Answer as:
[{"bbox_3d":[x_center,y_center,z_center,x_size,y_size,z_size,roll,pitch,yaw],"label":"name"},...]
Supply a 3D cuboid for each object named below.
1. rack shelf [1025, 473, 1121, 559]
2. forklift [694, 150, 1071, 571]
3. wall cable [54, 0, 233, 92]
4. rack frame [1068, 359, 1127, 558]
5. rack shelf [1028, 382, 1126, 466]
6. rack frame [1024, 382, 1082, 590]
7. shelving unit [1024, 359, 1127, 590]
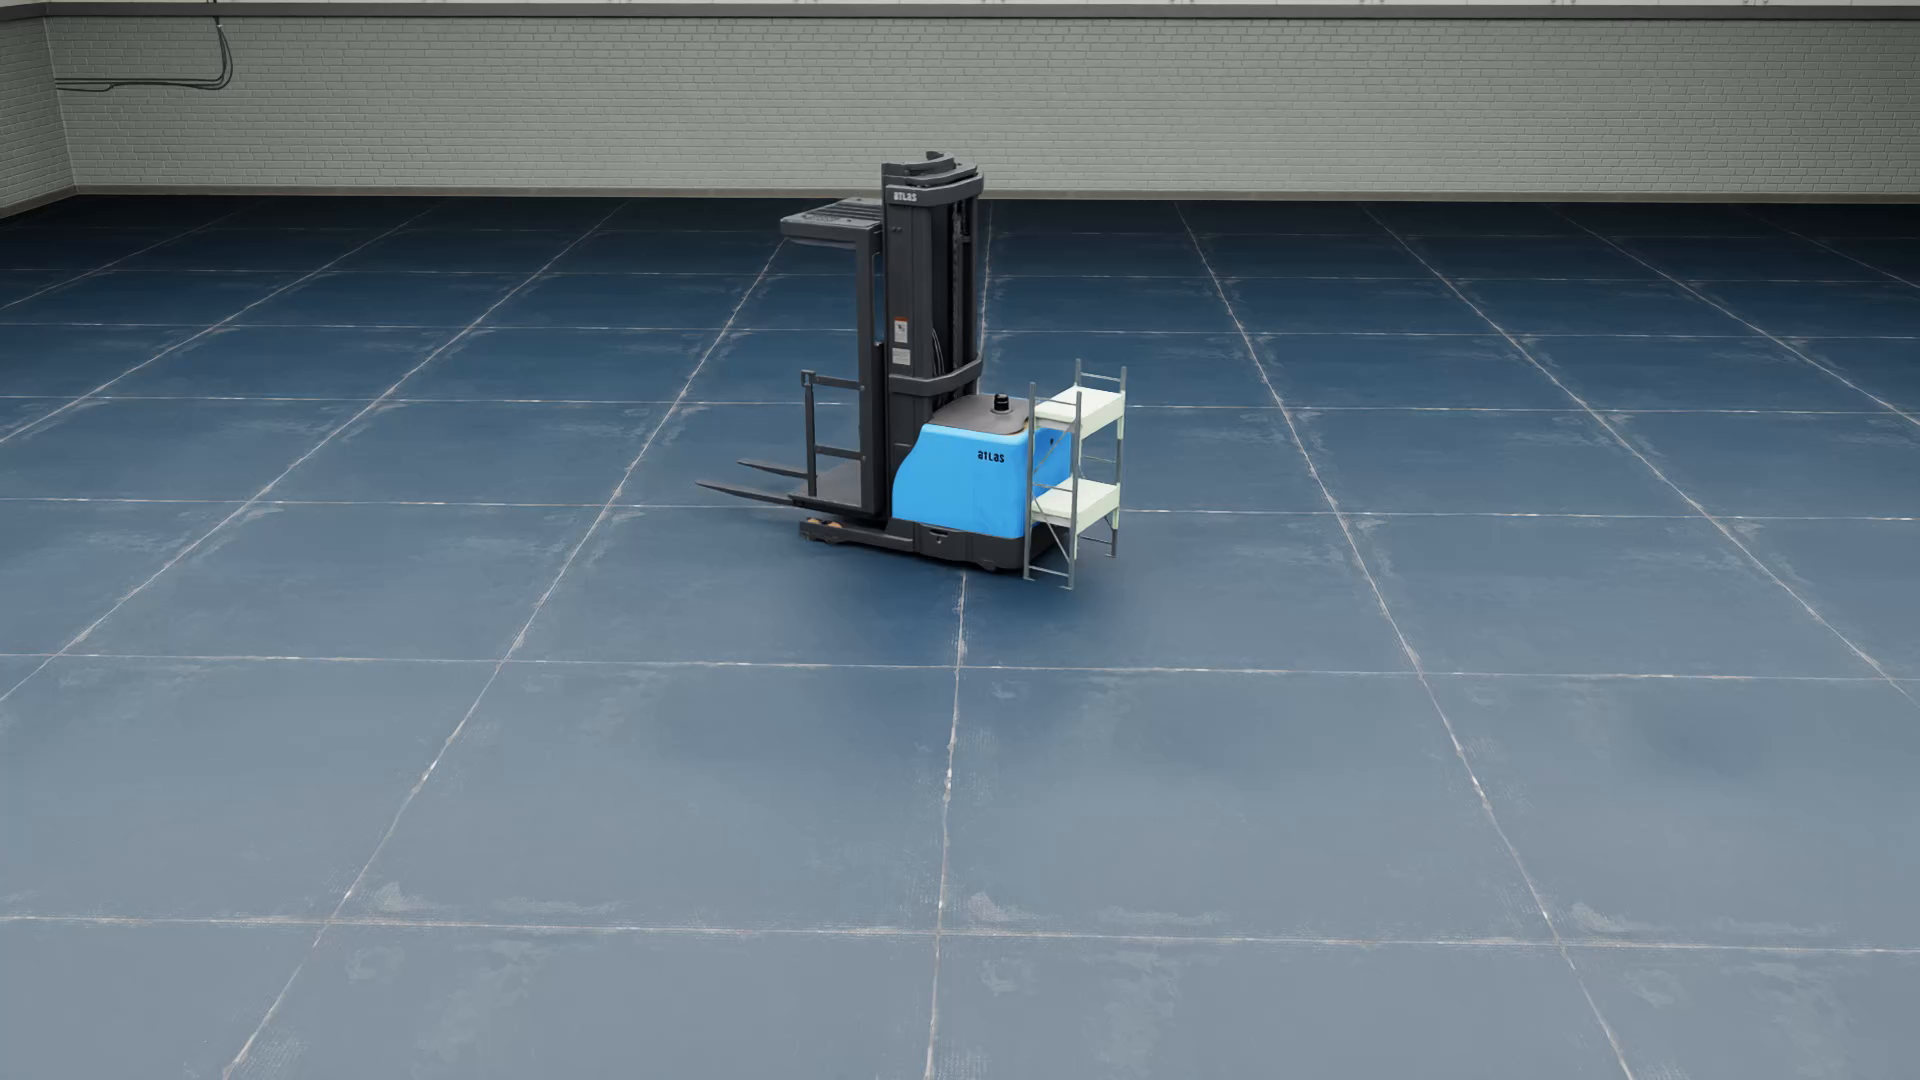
[{"bbox_3d":[0.838,-0.184,12.319,0.431,0.370,0.720,13,25,27],"label":"rack shelf"},{"bbox_3d":[-0.684,-1.490,12.816,3.031,2.935,1.130,10,24,25],"label":"forklift"},{"bbox_3d":[-13.454,-8.559,26.940,3.097,2.526,0.112,1,21,2],"label":"wall cable"},{"bbox_3d":[1.026,-0.601,12.493,0.400,1.500,0.023,13,25,27],"label":"rack frame"},{"bbox_3d":[0.848,-0.849,12.054,0.431,0.370,0.720,13,25,27],"label":"rack shelf"},{"bbox_3d":[0.659,-0.372,11.903,0.400,1.500,0.023,13,25,27],"label":"rack frame"},{"bbox_3d":[0.843,-0.486,12.198,0.431,1.500,0.755,13,25,27],"label":"shelving unit"}]
